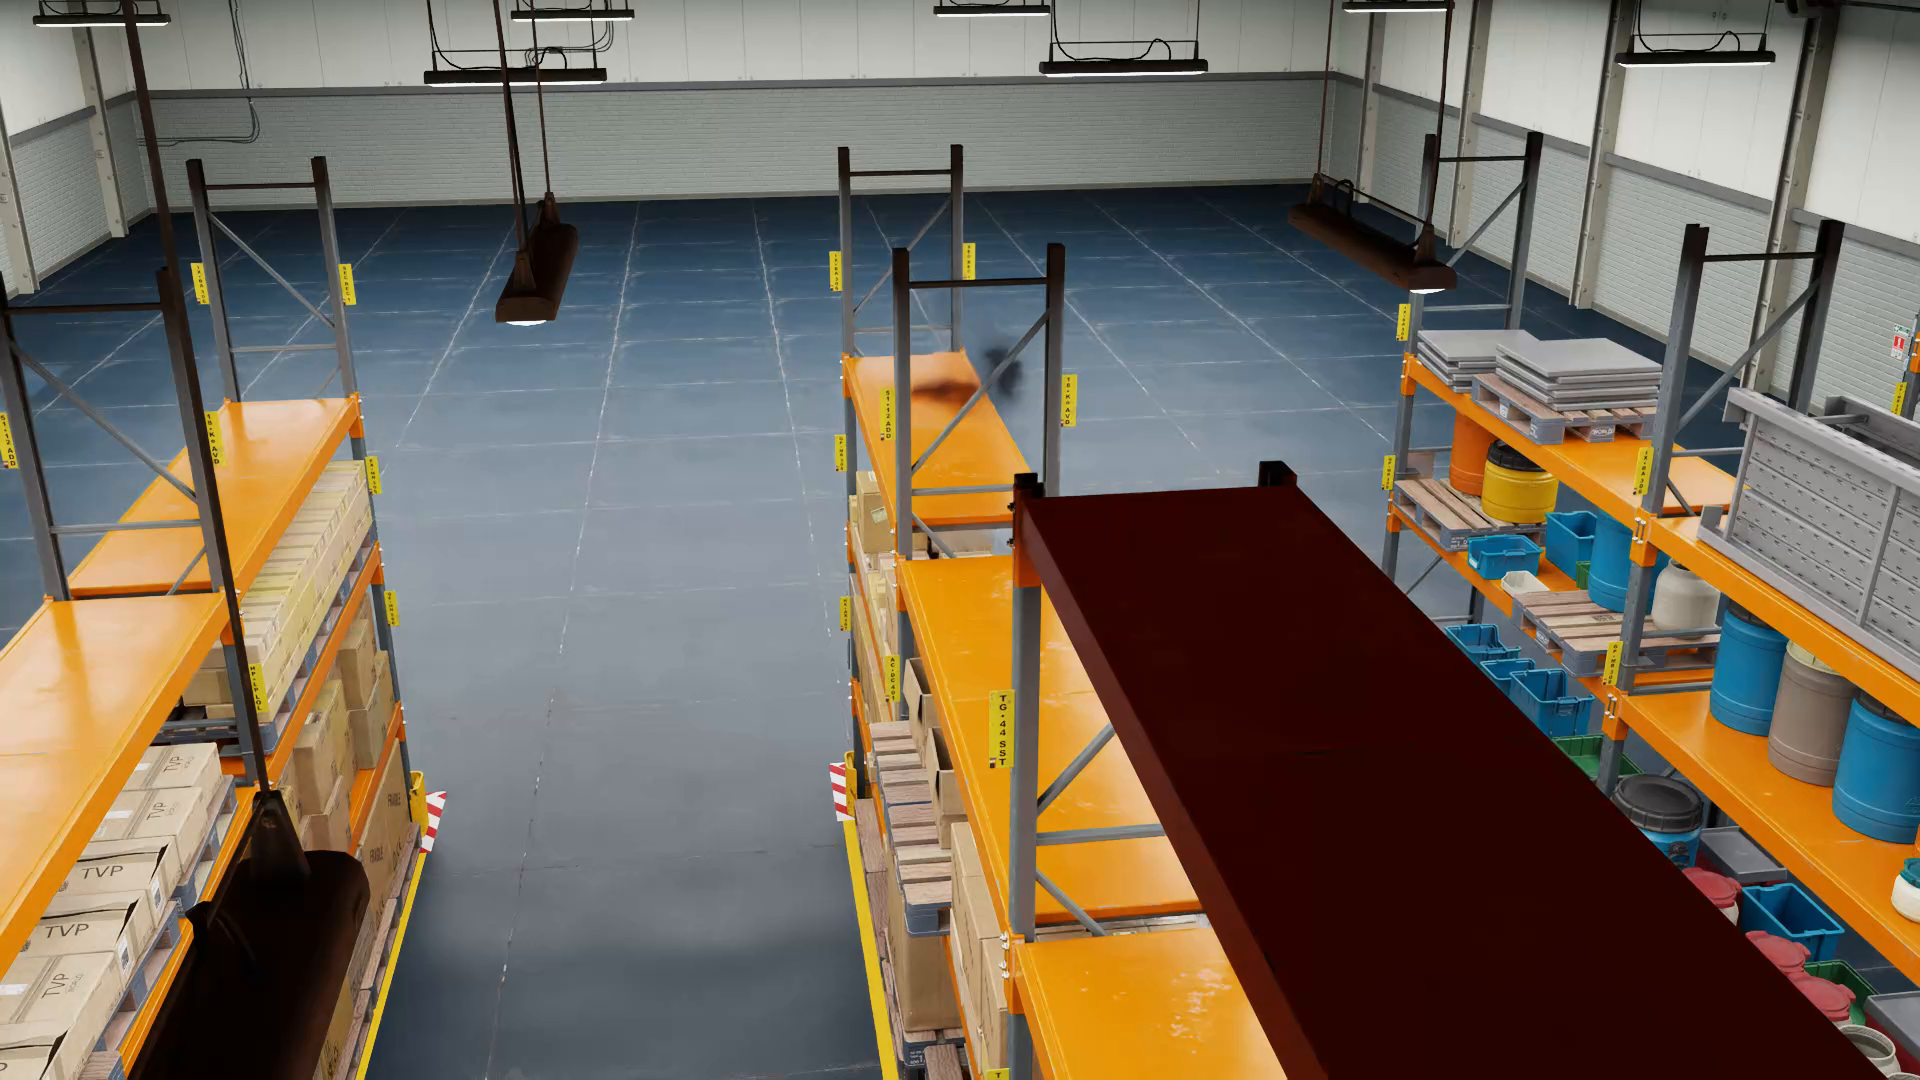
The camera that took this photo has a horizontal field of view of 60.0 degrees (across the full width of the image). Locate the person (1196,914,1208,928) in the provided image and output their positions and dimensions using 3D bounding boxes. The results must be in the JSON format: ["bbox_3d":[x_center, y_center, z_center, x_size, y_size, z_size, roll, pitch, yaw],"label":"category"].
[{"bbox_3d":[1.575,2.818,12.010,0.665,1.760,0.980,-5,22,-12],"label":"person"}]

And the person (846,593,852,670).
[{"bbox_3d":[-0.876,0.927,17.005,0.740,1.739,0.534,16,27,35],"label":"person"}]
